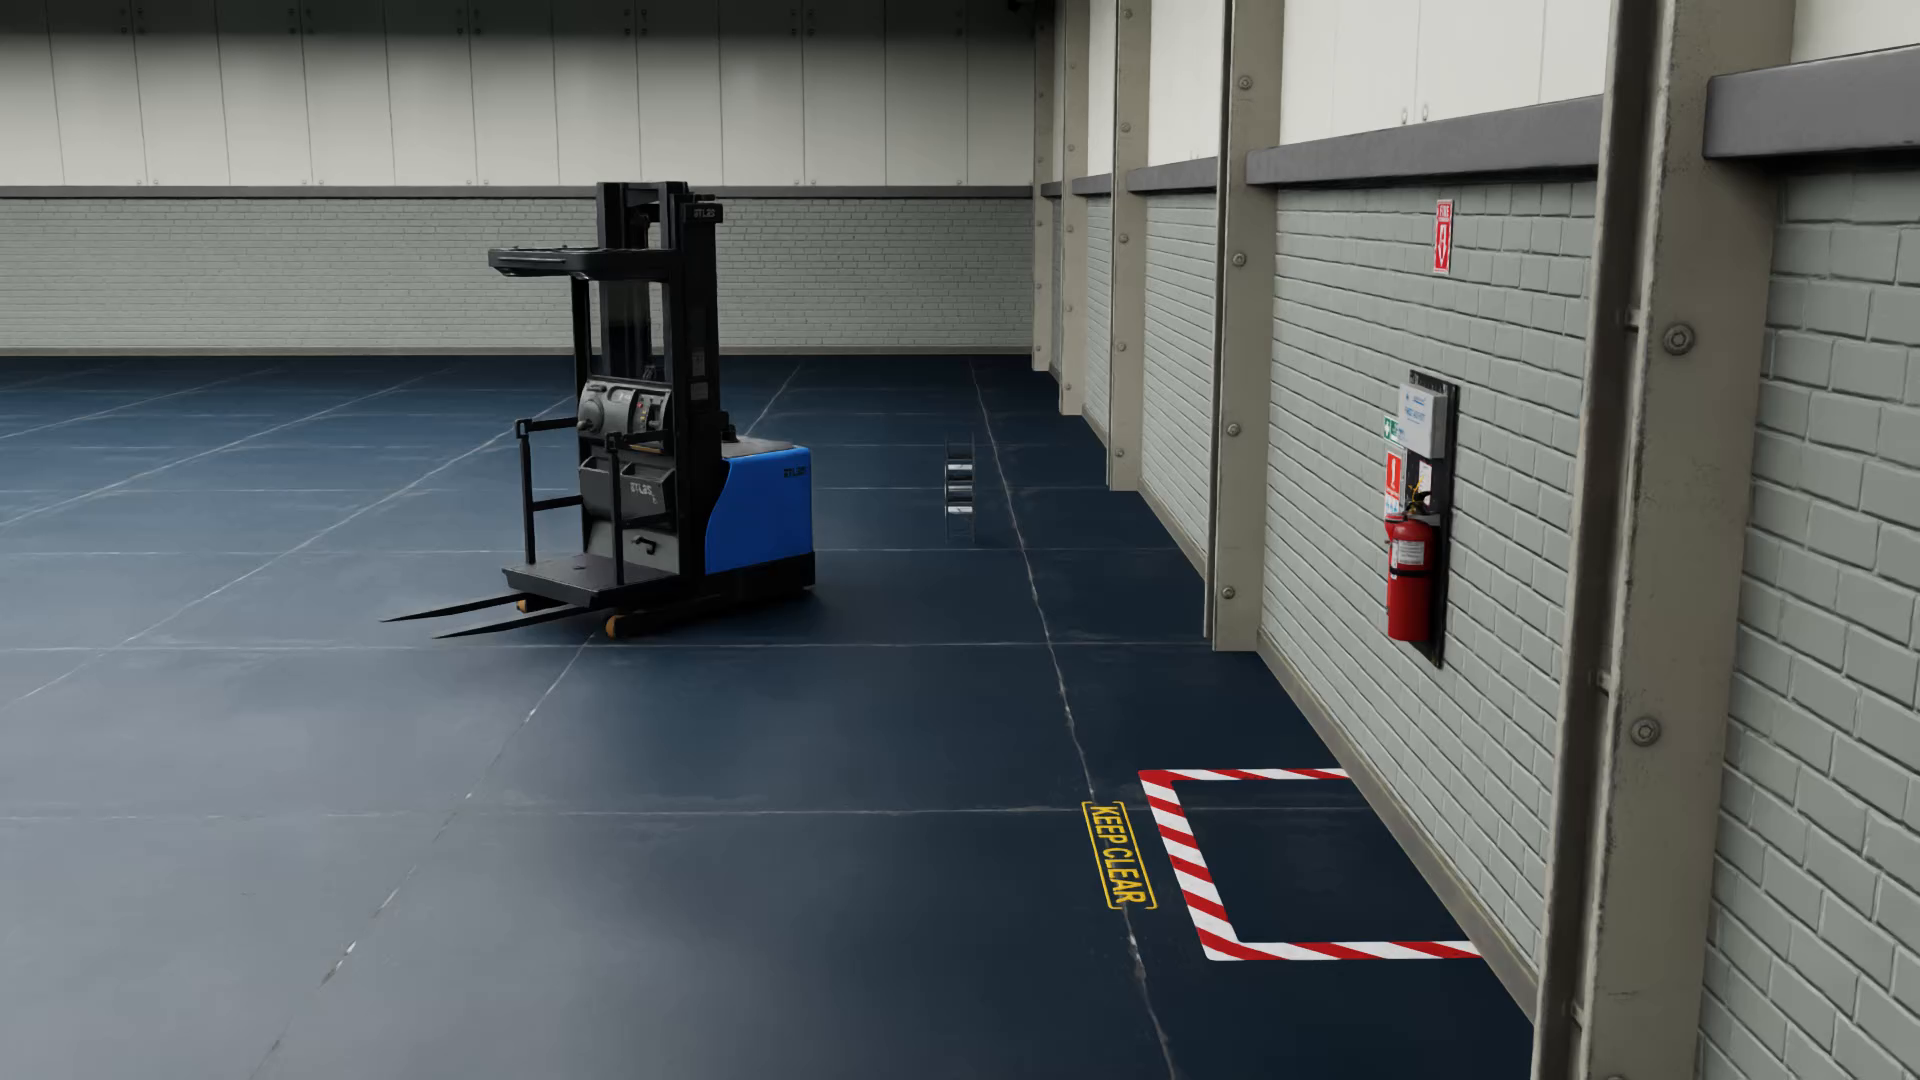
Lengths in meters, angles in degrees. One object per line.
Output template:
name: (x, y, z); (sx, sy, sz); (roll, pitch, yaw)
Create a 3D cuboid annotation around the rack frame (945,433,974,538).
rack frame: (-0.002, -0.460, 14.061); (0.240, 0.900, 0.006); (0, 11, -1)

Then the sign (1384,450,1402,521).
sign: (1.967, -0.230, 7.560); (0.001, 0.329, 0.234); (0, 11, -1)

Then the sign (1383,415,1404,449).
sign: (1.958, -0.489, 7.503); (0.001, 0.109, 0.331); (0, 11, -1)

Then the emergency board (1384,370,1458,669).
emergency board: (1.875, -0.102, 7.020); (0.194, 1.169, 0.643); (0, 11, -1)

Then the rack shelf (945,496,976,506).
rack shelf: (0.000, -0.319, 13.986); (0.258, 0.077, 0.200); (0, 11, -1)

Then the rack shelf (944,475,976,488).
rack shelf: (0.000, -0.495, 13.950); (0.258, 0.077, 0.200); (0, 11, -1)

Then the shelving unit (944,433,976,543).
shelving unit: (0.000, -0.439, 13.962); (0.258, 0.900, 0.210); (0, 11, -1)

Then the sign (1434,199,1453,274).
sign: (1.974, -1.241, 6.799); (0.001, 0.298, 0.199); (0, 11, -1)

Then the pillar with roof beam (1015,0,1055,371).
pillar with roof beam: (-2.912, -7.304, 27.430); (9.100, 9.000, 0.548); (0, 11, -1)

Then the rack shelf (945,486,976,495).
rack shelf: (0.000, -0.407, 13.968); (0.258, 0.077, 0.200); (0, 11, -1)

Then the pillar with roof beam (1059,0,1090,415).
pillar with roof beam: (-2.788, -6.112, 21.551); (9.100, 9.000, 0.400); (0, 11, -1)

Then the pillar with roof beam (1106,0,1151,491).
pillar with roof beam: (-2.664, -4.919, 15.672); (9.100, 9.000, 0.400); (0, 11, -1)

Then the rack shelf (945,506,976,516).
rack shelf: (0.000, -0.230, 14.004); (0.258, 0.077, 0.200); (0, 11, -1)

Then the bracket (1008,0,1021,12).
bracket: (0.979, -9.638, 29.881); (0.235, 0.232, 0.430); (0, 11, -1)

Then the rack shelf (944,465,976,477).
rack shelf: (0.000, -0.583, 13.933); (0.258, 0.077, 0.200); (0, 11, -1)

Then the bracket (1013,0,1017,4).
bracket: (0.992, -9.521, 29.302); (0.076, 0.066, 3.189); (0, 11, -1)

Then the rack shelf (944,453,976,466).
rack shelf: (0.000, -0.671, 13.915); (0.258, 0.077, 0.200); (0, 11, -1)

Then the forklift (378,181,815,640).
forklift: (-2.410, -0.897, 11.107); (1.130, 2.935, 3.031); (10, 15, 41)

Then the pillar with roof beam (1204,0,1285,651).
pillar with roof beam: (-2.540, -3.726, 9.793); (9.100, 9.000, 0.400); (0, 11, -1)

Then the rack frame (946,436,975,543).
rack frame: (0.002, -0.419, 13.862); (0.240, 0.900, 0.006); (0, 11, -1)
